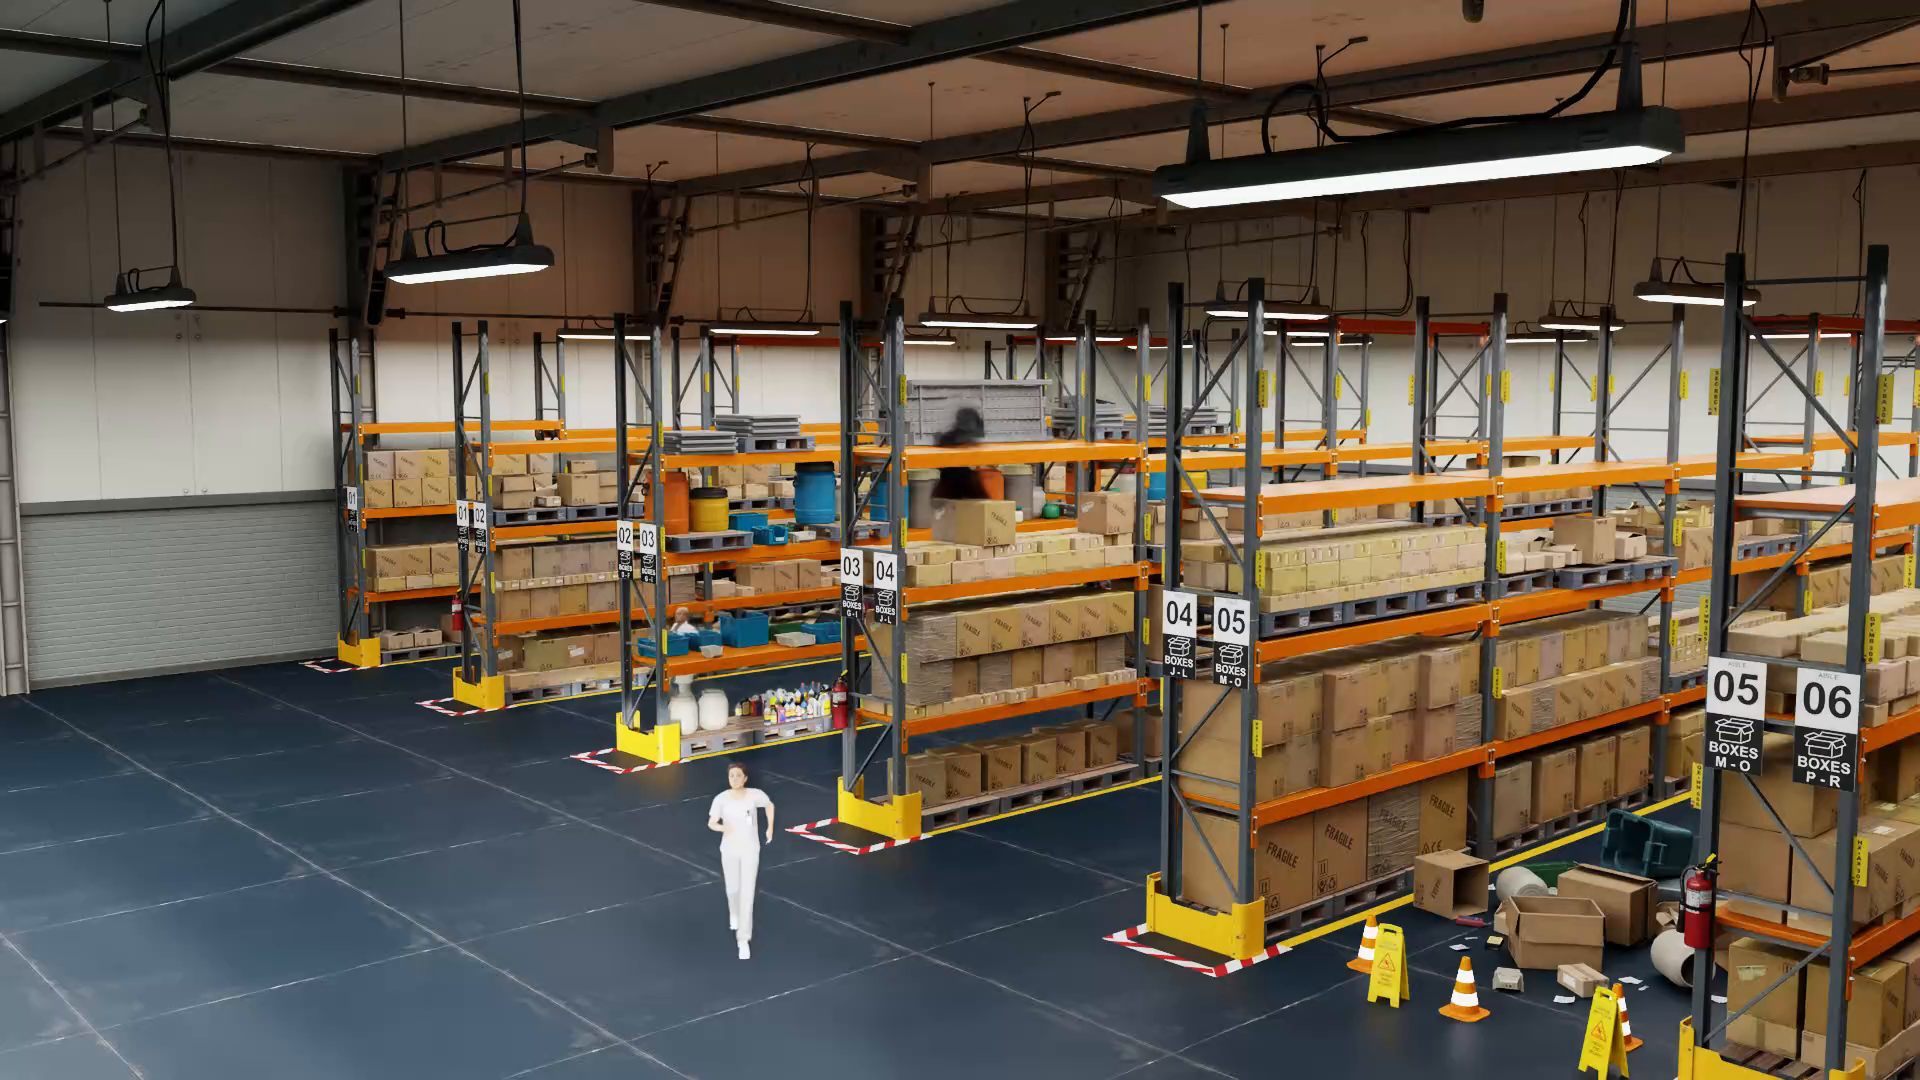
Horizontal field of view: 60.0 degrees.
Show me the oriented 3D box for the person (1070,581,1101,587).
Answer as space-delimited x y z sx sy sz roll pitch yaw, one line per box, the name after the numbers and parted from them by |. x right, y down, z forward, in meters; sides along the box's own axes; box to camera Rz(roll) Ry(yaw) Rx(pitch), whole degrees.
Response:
2.307 1.151 32.006 0.628 1.725 0.694 5 8 42 | person

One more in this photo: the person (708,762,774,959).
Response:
-1.989 2.820 15.047 0.574 1.617 1.027 0 6 -2 | person

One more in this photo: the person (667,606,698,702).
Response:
-4.164 1.854 24.600 0.685 1.747 0.712 5 7 41 | person
